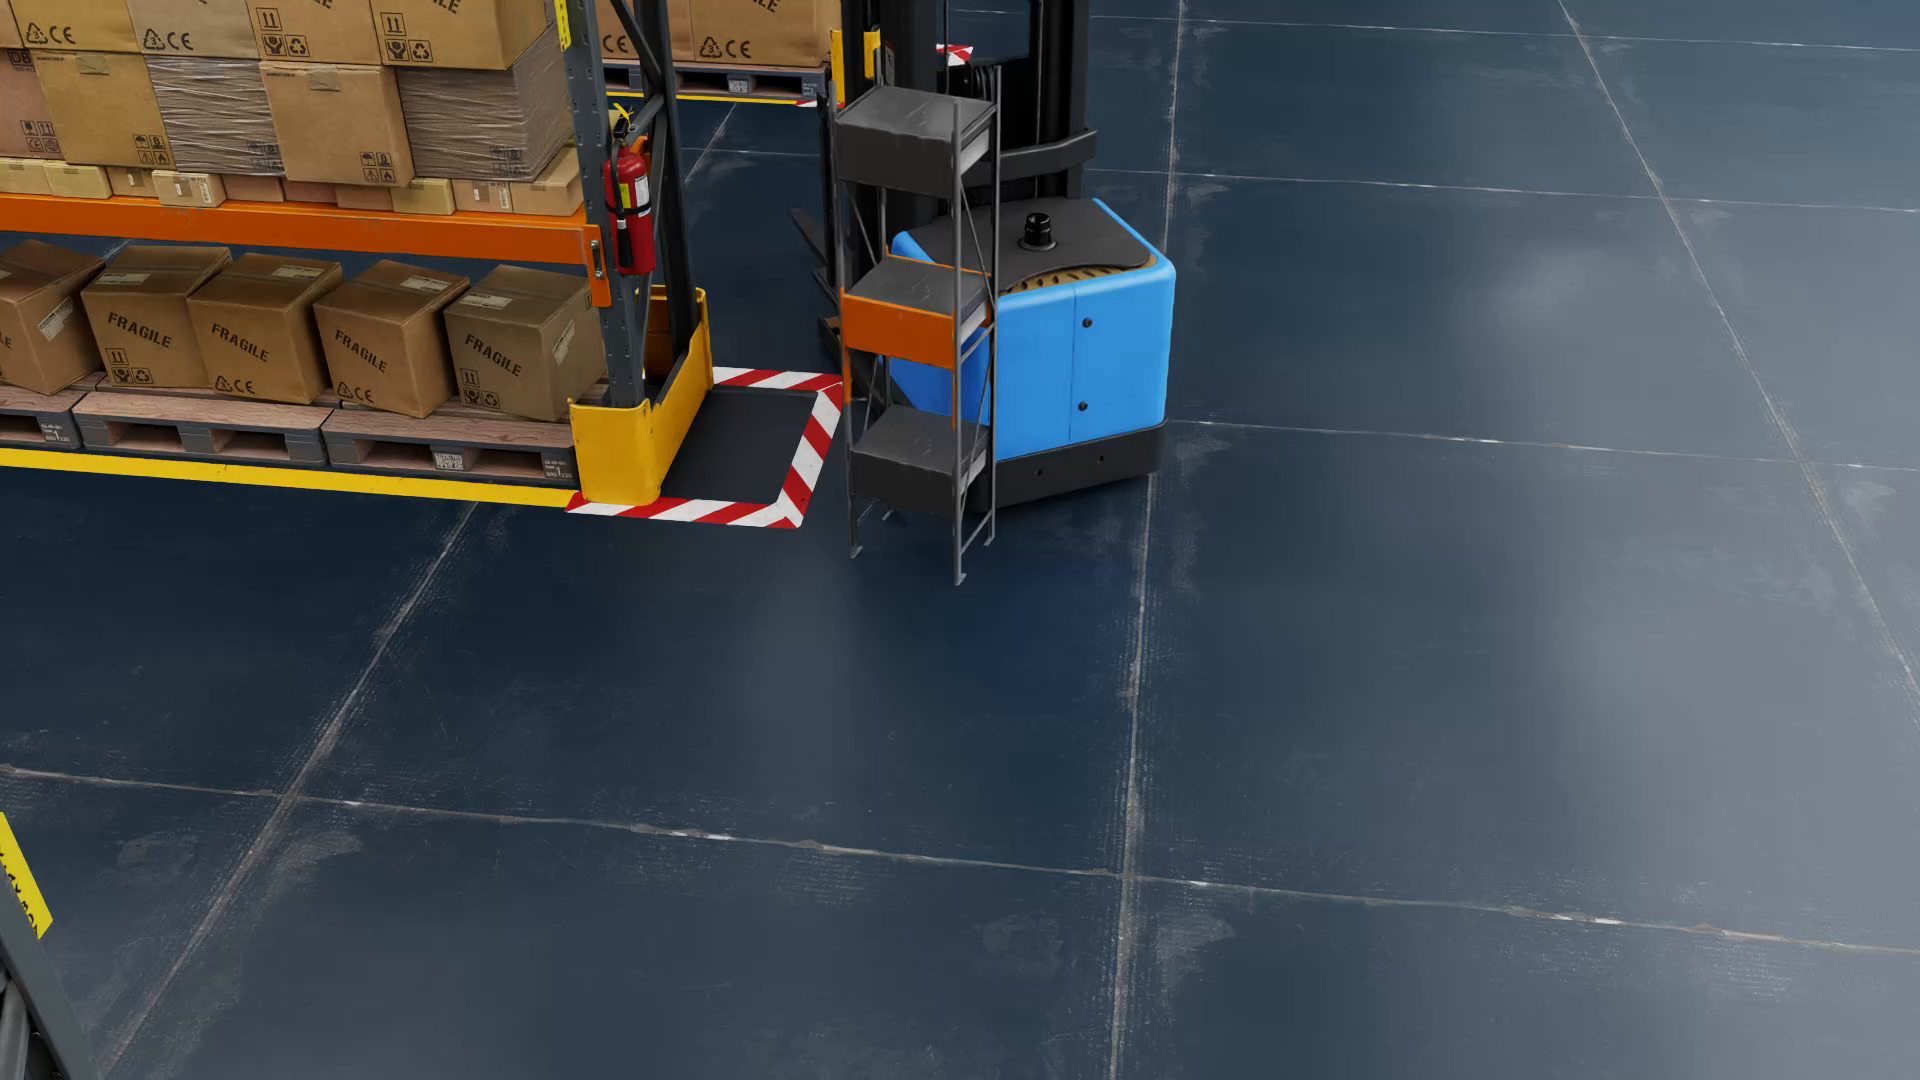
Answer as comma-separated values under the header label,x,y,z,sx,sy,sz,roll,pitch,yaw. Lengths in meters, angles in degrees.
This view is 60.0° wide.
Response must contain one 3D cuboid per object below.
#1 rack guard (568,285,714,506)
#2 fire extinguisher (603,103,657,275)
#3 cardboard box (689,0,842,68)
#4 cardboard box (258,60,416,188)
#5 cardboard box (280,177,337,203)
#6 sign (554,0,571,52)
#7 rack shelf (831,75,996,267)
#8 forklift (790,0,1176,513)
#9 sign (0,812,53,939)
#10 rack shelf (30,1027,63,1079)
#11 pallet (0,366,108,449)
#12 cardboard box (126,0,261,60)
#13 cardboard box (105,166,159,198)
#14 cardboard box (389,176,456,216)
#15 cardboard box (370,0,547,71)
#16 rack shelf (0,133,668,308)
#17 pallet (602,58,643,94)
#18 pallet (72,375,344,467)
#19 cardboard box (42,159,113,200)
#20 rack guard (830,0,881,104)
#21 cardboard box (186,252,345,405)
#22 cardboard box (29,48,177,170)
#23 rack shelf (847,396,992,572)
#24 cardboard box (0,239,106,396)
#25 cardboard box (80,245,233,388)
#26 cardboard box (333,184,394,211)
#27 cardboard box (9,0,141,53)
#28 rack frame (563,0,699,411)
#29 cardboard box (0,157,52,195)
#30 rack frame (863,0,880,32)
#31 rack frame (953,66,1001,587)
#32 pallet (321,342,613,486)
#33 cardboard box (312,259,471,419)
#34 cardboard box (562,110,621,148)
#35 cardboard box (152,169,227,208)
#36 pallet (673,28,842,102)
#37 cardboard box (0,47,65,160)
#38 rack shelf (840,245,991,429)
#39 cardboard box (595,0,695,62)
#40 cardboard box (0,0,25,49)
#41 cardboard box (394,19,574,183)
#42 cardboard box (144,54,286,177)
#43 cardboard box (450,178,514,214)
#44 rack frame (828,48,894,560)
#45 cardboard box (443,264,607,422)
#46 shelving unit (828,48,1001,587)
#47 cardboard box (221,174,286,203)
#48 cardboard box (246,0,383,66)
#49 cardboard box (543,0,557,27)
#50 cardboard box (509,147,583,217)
label,x,y,z,sx,sy,sz,roll,pitch,yaw
rack guard,-1.473,-0.700,7.801,0.348,0.500,1.175,4,36,6
fire extinguisher,-1.342,-1.407,6.706,0.183,0.674,0.296,4,36,6
cardboard box,-1.346,-3.881,11.573,0.875,0.875,0.875,4,36,6
cardboard box,-2.450,-1.898,6.986,0.500,0.500,0.875,4,36,6
cardboard box,-2.697,-1.590,7.111,0.250,0.149,0.380,4,36,6
sign,-1.488,-1.994,6.193,0.005,0.325,0.100,4,36,6
rack shelf,-0.160,-1.380,6.194,0.480,0.518,0.431,14,38,19
forklift,-0.090,-2.163,7.758,1.130,2.935,3.031,-13,38,-18
sign,-1.954,0.712,3.432,0.005,0.325,0.100,4,36,6
rack shelf,-4.012,1.286,3.485,4.000,0.370,1.077,4,36,6
pallet,-4.694,-0.844,8.251,1.213,0.211,1.003,4,36,6
cardboard box,-2.967,-2.251,6.620,0.500,0.500,0.500,4,36,6
cardboard box,-3.446,-1.621,7.156,0.250,0.149,0.380,4,36,6
cardboard box,-2.209,-1.520,7.014,0.250,0.149,0.380,4,36,6
cardboard box,-1.974,-2.179,6.519,0.500,0.500,0.500,4,36,6
rack shelf,-3.381,-1.567,7.483,4.000,0.370,1.077,4,36,6
pallet,-2.675,-3.533,12.019,1.213,0.211,1.003,4,36,6
pallet,-3.481,-0.755,8.126,1.213,0.211,1.003,4,36,6
cardboard box,-3.700,-1.613,7.145,0.250,0.149,0.380,4,36,6
rack guard,-0.641,-3.543,11.785,0.348,0.500,1.175,4,36,6
cardboard box,-3.230,-1.003,7.864,0.500,0.500,0.500,7,36,10
cardboard box,-3.435,-2.004,7.134,0.500,0.500,0.875,4,36,6
rack shelf,-0.160,-0.240,7.008,0.480,0.518,0.431,14,38,19
cardboard box,-4.404,-1.071,7.959,0.500,0.500,0.500,16,38,21
cardboard box,-3.778,-1.070,7.958,0.500,0.500,0.500,1,36,2
cardboard box,-2.455,-1.547,7.052,0.250,0.149,0.380,4,36,6
cardboard box,-3.461,-2.293,6.678,0.500,0.500,0.500,4,36,6
rack frame,-1.397,-1.712,7.067,0.127,3.000,1.000,4,36,6
cardboard box,-3.947,-1.638,7.180,0.250,0.149,0.380,4,36,6
rack frame,-0.665,-4.563,11.061,0.127,3.000,1.000,4,36,6
rack frame,0.064,-0.765,6.513,0.015,2.100,0.400,14,38,19
pallet,-2.274,-0.663,7.998,1.213,0.211,1.003,4,36,6
cardboard box,-2.612,-0.946,7.784,0.500,0.500,0.500,14,38,18
cardboard box,-1.650,-1.768,7.362,0.250,0.149,0.380,4,36,6
cardboard box,-3.207,-1.563,7.074,0.250,0.149,0.380,4,36,6
pallet,-1.468,-3.442,11.891,1.213,0.211,1.003,4,36,6
cardboard box,-3.926,-2.065,7.219,0.500,0.500,0.875,4,36,6
rack shelf,-0.160,-0.810,6.601,0.480,0.518,0.431,14,38,19
cardboard box,-2.219,-3.945,11.663,0.875,0.875,0.875,4,36,5
cardboard box,-3.959,-2.324,6.721,0.500,0.500,0.500,4,36,6
cardboard box,-1.939,-1.930,7.031,0.500,0.500,0.875,4,36,6
cardboard box,-2.941,-1.960,7.072,0.500,0.500,0.875,4,36,6
cardboard box,-1.954,-1.531,7.029,0.250,0.149,0.380,4,36,6
rack frame,-0.383,-0.878,6.673,0.015,2.100,0.400,14,38,19
cardboard box,-2.014,-0.922,7.749,0.500,0.500,0.500,11,37,15
shelving unit,-0.160,-0.821,6.593,0.503,2.100,0.431,14,38,19
cardboard box,-2.948,-1.595,7.119,0.250,0.149,0.380,4,36,6
cardboard box,-2.471,-2.213,6.566,0.500,0.500,0.500,4,36,6
cardboard box,-1.908,-2.479,6.938,0.500,0.500,0.500,4,36,6
cardboard box,-1.706,-1.512,7.003,0.250,0.149,0.380,4,36,6
